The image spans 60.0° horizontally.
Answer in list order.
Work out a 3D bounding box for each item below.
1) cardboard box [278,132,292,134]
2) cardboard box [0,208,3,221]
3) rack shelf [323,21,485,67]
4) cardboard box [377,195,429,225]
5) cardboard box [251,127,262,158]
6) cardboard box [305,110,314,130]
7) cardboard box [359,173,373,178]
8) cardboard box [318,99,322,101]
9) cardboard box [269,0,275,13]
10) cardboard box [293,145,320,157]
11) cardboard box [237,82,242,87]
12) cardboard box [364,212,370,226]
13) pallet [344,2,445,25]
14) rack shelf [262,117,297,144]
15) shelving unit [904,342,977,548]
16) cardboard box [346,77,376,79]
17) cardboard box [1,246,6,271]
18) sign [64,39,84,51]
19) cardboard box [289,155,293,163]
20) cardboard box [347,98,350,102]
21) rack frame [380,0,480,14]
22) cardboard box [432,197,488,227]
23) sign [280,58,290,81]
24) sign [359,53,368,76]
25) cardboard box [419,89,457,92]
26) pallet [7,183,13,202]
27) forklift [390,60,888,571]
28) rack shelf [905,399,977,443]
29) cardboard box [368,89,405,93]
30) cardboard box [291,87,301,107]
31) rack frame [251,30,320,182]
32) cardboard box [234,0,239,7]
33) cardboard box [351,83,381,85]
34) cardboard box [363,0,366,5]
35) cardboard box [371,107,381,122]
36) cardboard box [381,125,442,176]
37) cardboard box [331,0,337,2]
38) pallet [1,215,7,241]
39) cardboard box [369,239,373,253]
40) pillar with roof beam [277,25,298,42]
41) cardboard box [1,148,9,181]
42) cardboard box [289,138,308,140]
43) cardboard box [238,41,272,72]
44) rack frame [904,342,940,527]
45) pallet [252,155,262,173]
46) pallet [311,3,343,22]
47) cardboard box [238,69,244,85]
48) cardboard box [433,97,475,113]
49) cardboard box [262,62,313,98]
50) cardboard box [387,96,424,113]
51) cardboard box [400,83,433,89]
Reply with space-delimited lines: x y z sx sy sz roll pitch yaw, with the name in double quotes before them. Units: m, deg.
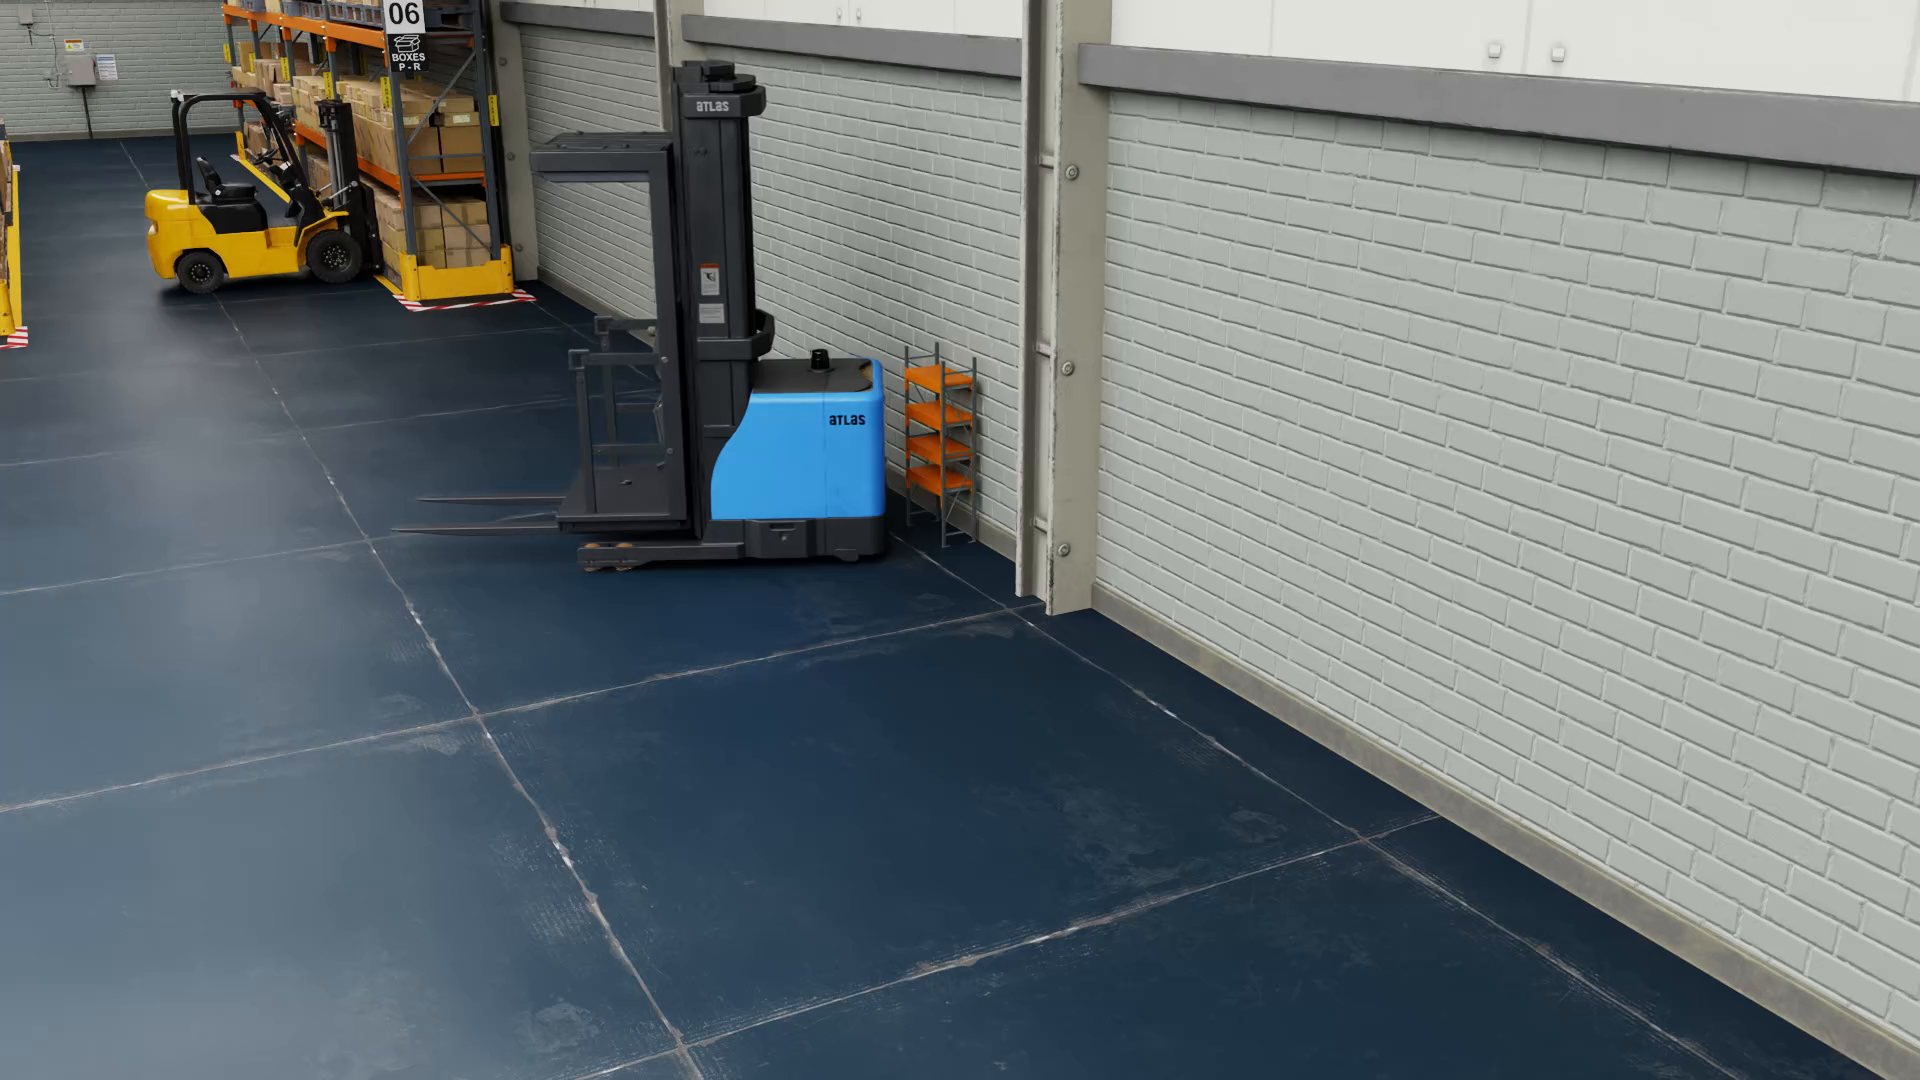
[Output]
"cardboard box" -11.172 -6.732 27.737 0.380 0.149 0.250 -11 22 -28
"cardboard box" -13.516 -4.495 22.443 0.950 0.372 0.625 -12 22 -30
"rack shelf" -6.559 -5.828 19.426 1.077 0.370 4.000 -10 21 -27
"cardboard box" -6.350 -3.776 19.016 0.500 0.250 0.500 -10 21 -26
"cardboard box" -12.466 -7.177 30.019 0.500 0.500 0.500 -10 21 -26
"cardboard box" -8.928 -5.944 23.489 0.500 0.250 0.500 -11 22 -28
"cardboard box" -7.555 -4.508 21.135 0.500 0.250 0.500 -10 22 -27
"cardboard box" -8.218 -5.737 22.123 0.500 0.250 0.500 -11 22 -28
"cardboard box" -10.105 -8.073 25.060 0.500 0.250 0.500 -10 21 -26
"cardboard box" -10.023 -5.972 25.533 0.380 0.149 0.250 -11 22 -29
"cardboard box" -13.293 -8.513 31.089 0.380 0.149 0.250 -10 21 -27
"cardboard box" -6.843 -3.837 19.957 0.500 0.250 0.500 -10 21 -27
"pallet" -6.506 -6.109 19.275 1.003 0.211 1.213 -10 21 -27
"rack shelf" -10.358 -6.706 26.570 1.077 0.370 4.000 -10 21 -27
"shelving unit" -0.124 -0.606 10.549 0.258 1.200 0.503 -10 22 -27
"cardboard box" -8.606 -6.563 23.904 0.380 0.149 0.250 -10 22 -28
"cardboard box" -11.097 -3.173 18.800 0.500 0.250 0.500 -11 22 -28
"sign" -18.501 -10.339 34.728 0.339 0.242 0.001 -10 21 -27
"cardboard box" -10.278 -5.872 26.239 0.500 0.500 0.500 -9 21 -24
"cardboard box" -7.265 -5.319 20.298 0.380 0.149 0.250 -9 21 -25
"rack frame" -5.610 -7.011 17.155 1.000 3.000 0.127 -10 21 -27
"cardboard box" -5.671 -3.714 18.835 0.500 0.250 0.500 -10 22 -27
"sign" -9.882 -6.895 24.362 0.100 0.325 0.005 -10 21 -27
"sign" -8.922 -7.106 24.852 0.100 0.325 0.005 -10 21 -27
"cardboard box" -6.103 -5.189 19.468 0.380 0.149 0.250 -11 22 -28
"pallet" -15.242 -5.322 25.732 1.003 0.211 1.213 -10 21 -27
"forklift" -1.978 -1.373 10.117 3.031 2.935 1.130 -1 19 -3
"rack shelf" -0.125 -0.754 10.497 0.258 0.148 0.480 -10 22 -27
"cardboard box" -6.699 -5.180 19.440 0.380 0.149 0.250 -10 21 -26
"cardboard box" -9.435 -6.468 24.242 0.500 0.250 0.500 -10 21 -27
"rack frame" -11.308 -7.620 28.117 1.000 3.000 0.127 -10 21 -27
"cardboard box" -12.496 -9.414 29.103 0.380 0.149 0.250 -10 21 -26
"cardboard box" -7.286 -5.548 20.507 0.380 0.149 0.250 -10 22 -28
"cardboard box" -6.391 -6.039 18.345 0.396 0.266 0.258 -10 21 -27
"cardboard box" -6.514 -4.881 19.029 0.380 0.149 0.250 -11 22 -28
"cardboard box" -6.074 -4.323 18.409 0.500 0.500 0.500 -11 22 -28
"cardboard box" -7.328 -6.669 20.100 0.500 0.311 0.500 -9 21 -26
"pallet" -13.405 -4.159 22.362 1.003 0.211 1.213 -10 21 -27
"cardboard box" -6.835 -3.595 20.023 0.500 0.250 0.500 -9 21 -25
"pillar with roof beam" -17.483 -11.851 31.181 9.100 9.000 0.400 -10 21 -27
"cardboard box" -15.878 -6.035 26.805 0.875 0.438 0.875 -10 22 -27
"cardboard box" -10.543 -6.362 26.663 0.380 0.149 0.250 -10 21 -26
"cardboard box" -12.516 -8.590 29.552 0.500 0.500 0.500 -9 21 -25
"rack frame" -0.242 -0.676 10.751 0.240 1.200 0.015 -10 22 -27
"pallet" -12.216 -6.850 30.160 1.003 0.211 1.213 -10 21 -27
"pallet" -7.939 -6.903 21.731 0.805 0.209 1.217 -11 22 -29
"cardboard box" -12.746 -8.377 30.082 0.500 0.250 0.500 -10 22 -28
"cardboard box" -5.581 -4.800 18.338 0.380 0.149 0.250 -10 22 -28
"cardboard box" -10.656 -7.319 26.445 0.700 0.500 0.500 -10 21 -27
"cardboard box" -6.110 -4.806 18.358 0.380 0.149 0.250 -10 21 -27
"cardboard box" -6.697 -5.559 20.539 0.380 0.149 0.250 -10 22 -28
